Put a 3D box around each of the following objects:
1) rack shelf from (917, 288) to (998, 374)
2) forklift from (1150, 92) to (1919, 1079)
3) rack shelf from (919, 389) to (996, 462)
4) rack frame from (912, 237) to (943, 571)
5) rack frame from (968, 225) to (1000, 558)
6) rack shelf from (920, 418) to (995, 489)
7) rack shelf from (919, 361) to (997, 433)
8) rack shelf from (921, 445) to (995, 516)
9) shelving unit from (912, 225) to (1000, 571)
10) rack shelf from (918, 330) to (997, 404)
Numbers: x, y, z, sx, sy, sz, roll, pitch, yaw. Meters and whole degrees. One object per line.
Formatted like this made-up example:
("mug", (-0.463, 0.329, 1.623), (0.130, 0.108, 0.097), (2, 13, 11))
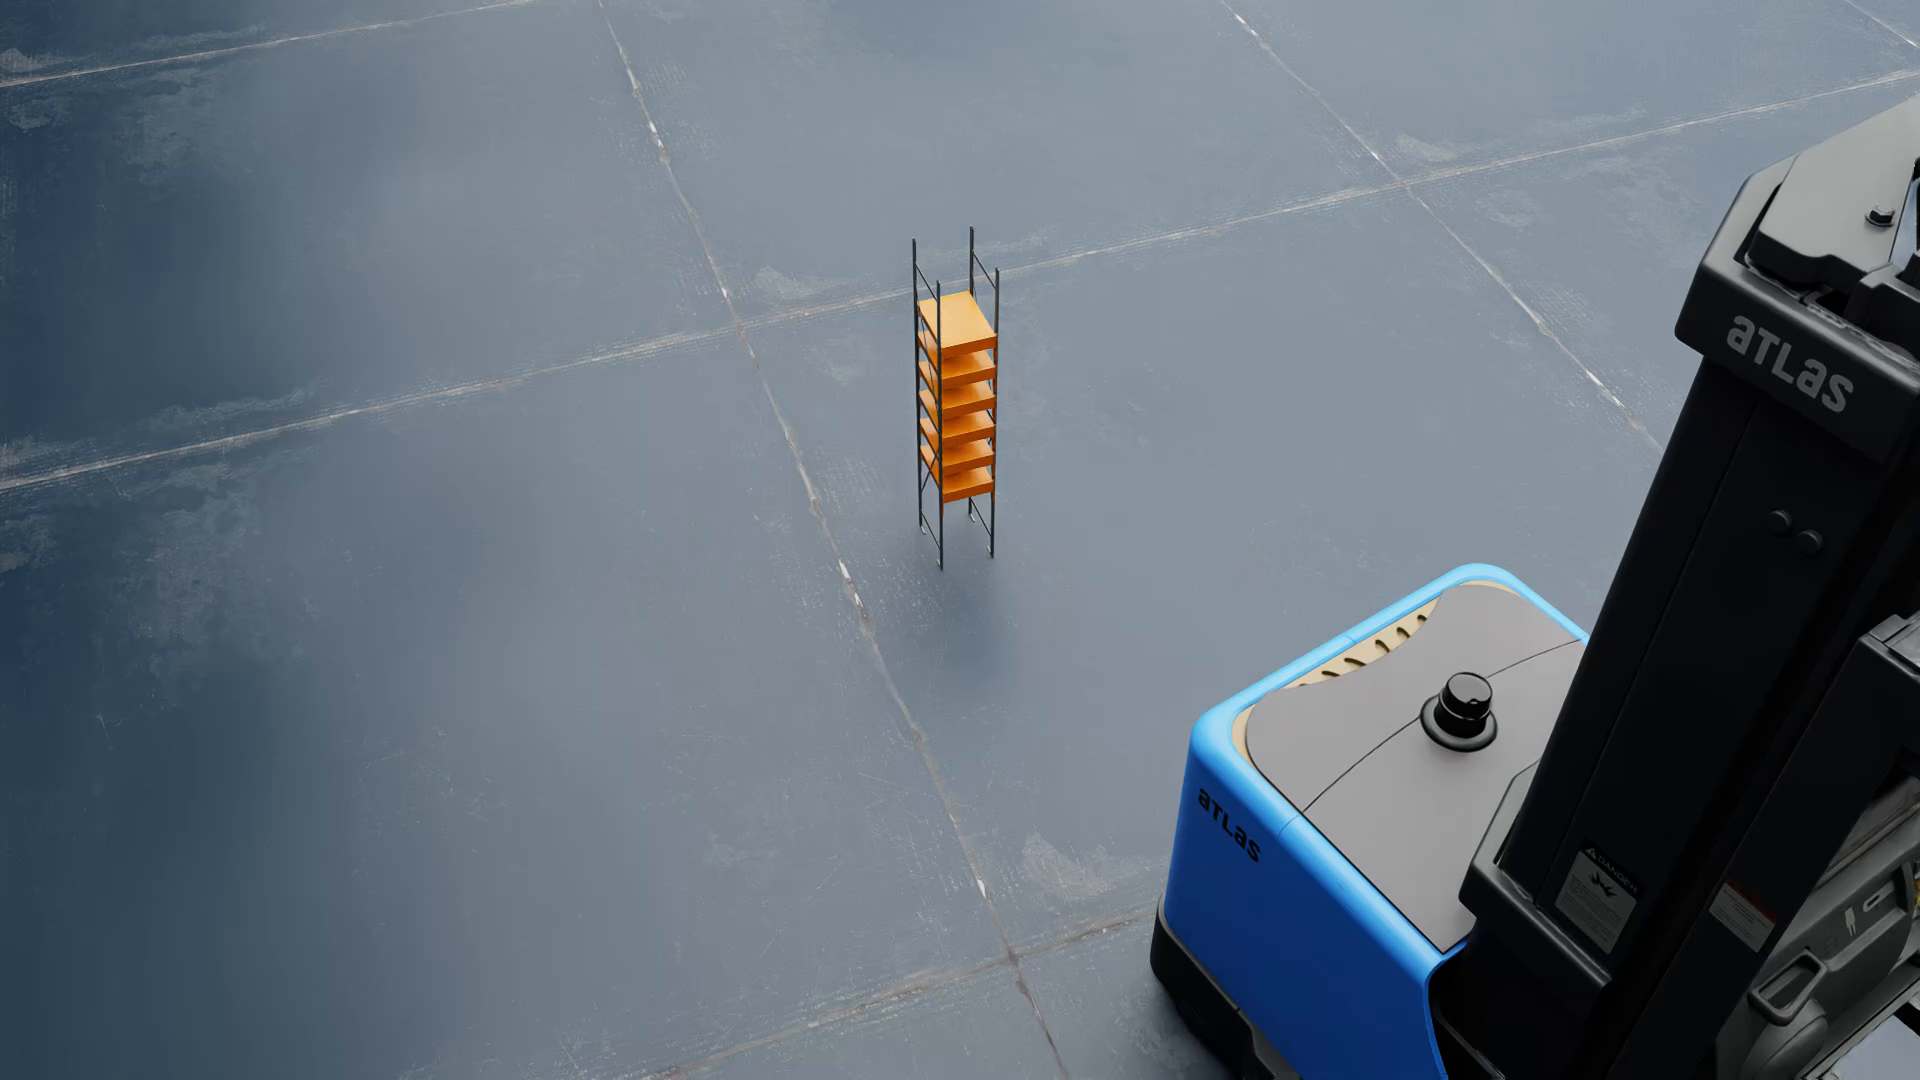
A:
("rack shelf", (-0.014, -0.643, 5.098), (0.180, 0.103, 0.258), (-14, 47, -14))
("forklift", (1.761, 0.813, 2.871), (1.130, 2.935, 3.031), (-26, 51, -23))
("rack shelf", (-0.014, -0.389, 5.353), (0.180, 0.103, 0.258), (-14, 47, -14))
("rack frame", (-0.100, -0.398, 5.300), (0.006, 1.200, 0.240), (-14, 47, -14))
("rack frame", (0.072, -0.442, 5.343), (0.006, 1.200, 0.240), (-14, 47, -14))
("rack shelf", (-0.014, -0.304, 5.438), (0.180, 0.103, 0.258), (-14, 47, -14))
("rack shelf", (-0.014, -0.473, 5.268), (0.180, 0.103, 0.258), (-14, 47, -14))
("rack shelf", (-0.014, -0.219, 5.523), (0.180, 0.103, 0.258), (-14, 47, -14))
("shelving unit", (-0.014, -0.420, 5.322), (0.189, 1.200, 0.258), (-14, 47, -14))
("rack shelf", (-0.014, -0.558, 5.183), (0.180, 0.103, 0.258), (-14, 47, -14))
